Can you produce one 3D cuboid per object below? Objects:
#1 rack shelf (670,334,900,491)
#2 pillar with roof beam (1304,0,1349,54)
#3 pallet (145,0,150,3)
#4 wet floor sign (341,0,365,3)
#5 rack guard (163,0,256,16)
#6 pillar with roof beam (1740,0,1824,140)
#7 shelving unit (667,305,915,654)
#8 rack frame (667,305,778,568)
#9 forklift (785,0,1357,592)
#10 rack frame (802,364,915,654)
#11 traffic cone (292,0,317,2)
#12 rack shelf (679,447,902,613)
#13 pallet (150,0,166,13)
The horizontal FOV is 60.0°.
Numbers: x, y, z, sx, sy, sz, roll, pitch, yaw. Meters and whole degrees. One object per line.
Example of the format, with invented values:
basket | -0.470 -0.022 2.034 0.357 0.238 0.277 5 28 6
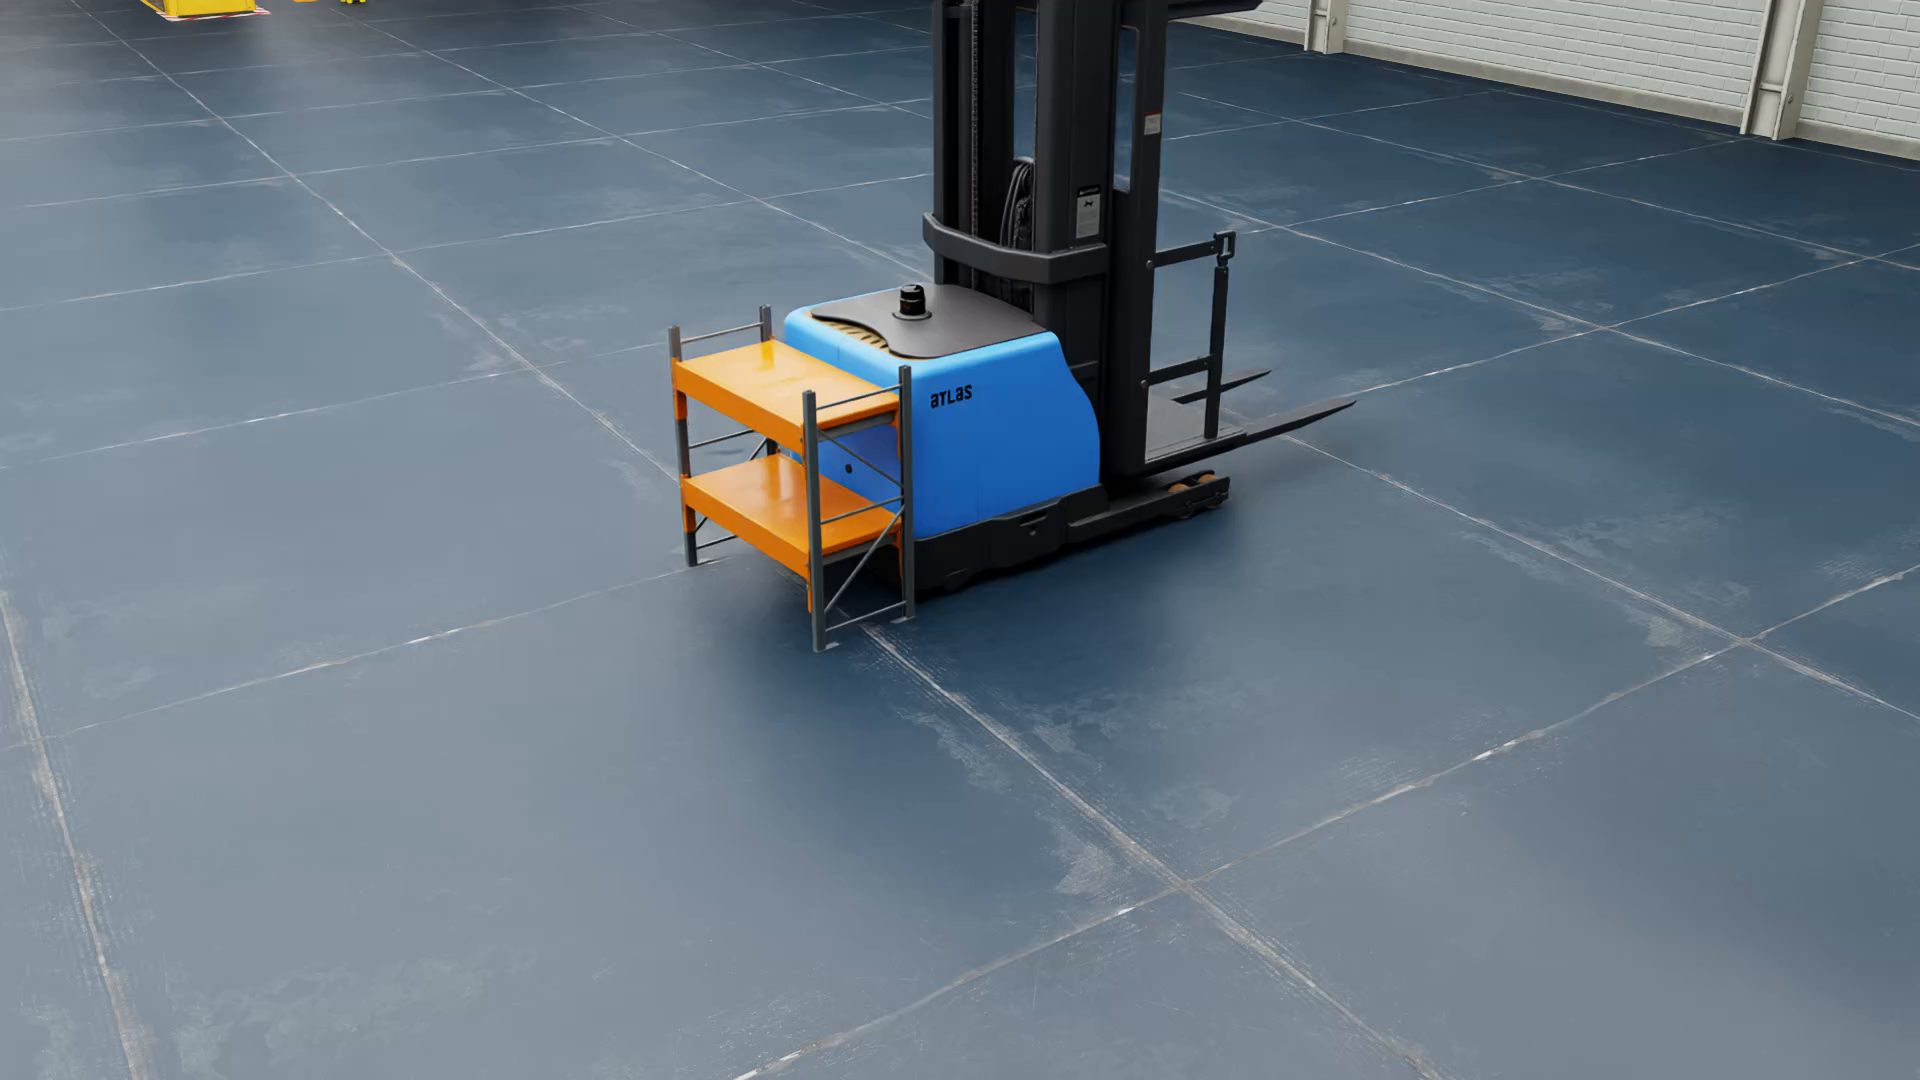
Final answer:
rack shelf | -0.714 -0.551 6.913 0.538 0.278 1.000 -19 31 -35
pillar with roof beam | 0.892 -9.113 16.512 9.100 9.000 0.400 -16 29 -30
pallet | -11.840 -8.331 25.150 1.003 0.211 1.213 -16 29 -30
wet floor sign | -9.001 -8.275 24.522 0.267 0.644 0.232 -22 33 -38
rack guard | -10.663 -7.749 23.580 1.175 0.500 0.348 -16 29 -30
pillar with roof beam | 4.167 -6.967 11.966 9.100 9.000 0.400 -16 29 -30
shelving unit | -0.714 -0.286 7.038 0.538 1.125 1.048 -19 31 -35
rack frame | -1.033 -0.455 7.396 0.500 1.125 0.032 -19 31 -35
forklift | 0.688 -1.589 7.683 3.031 2.935 1.130 -18 31 -33
rack frame | -0.395 -0.117 6.680 0.500 1.125 0.032 -19 31 -35
traffic cone | -9.776 -8.262 24.709 0.336 0.463 0.334 -16 29 -30
rack shelf | -0.714 -0.065 7.142 0.538 0.278 1.000 -19 31 -35
pallet | -11.178 -7.895 24.227 1.003 0.211 1.213 -16 29 -30
